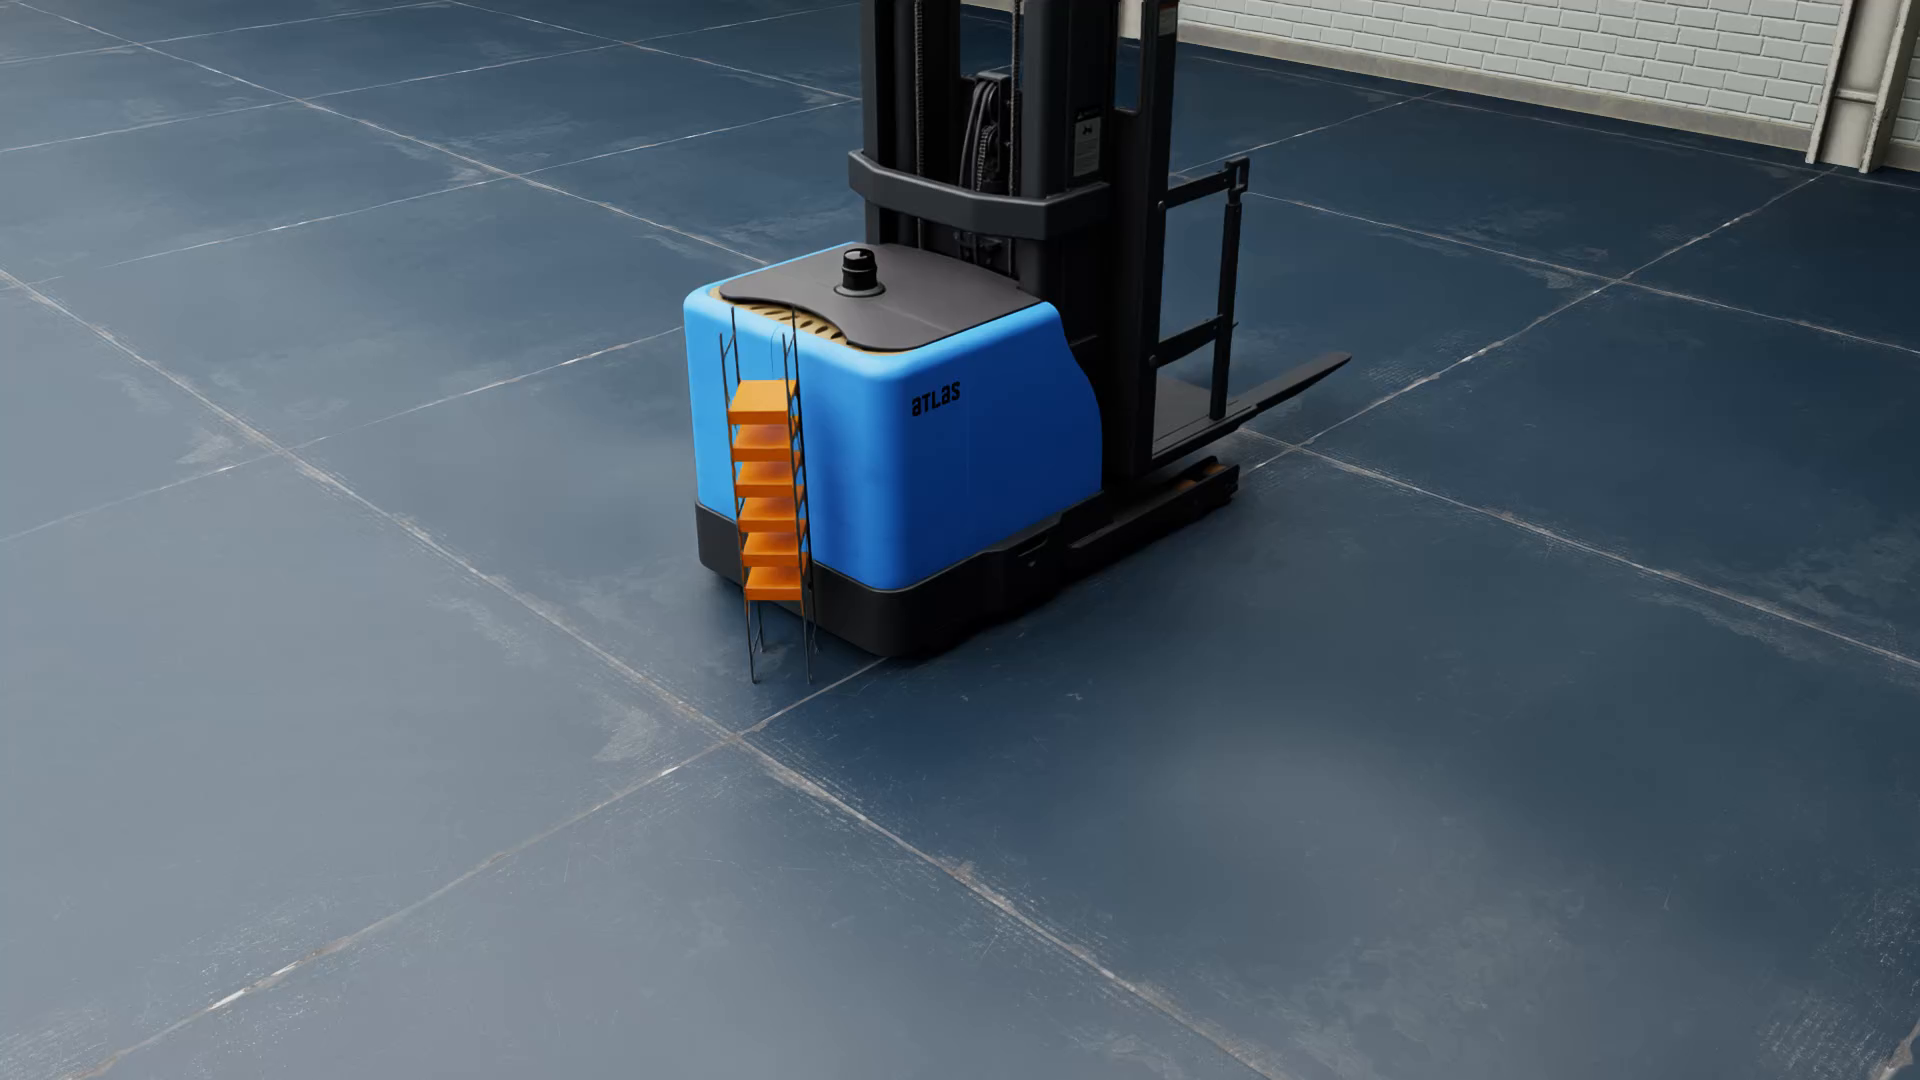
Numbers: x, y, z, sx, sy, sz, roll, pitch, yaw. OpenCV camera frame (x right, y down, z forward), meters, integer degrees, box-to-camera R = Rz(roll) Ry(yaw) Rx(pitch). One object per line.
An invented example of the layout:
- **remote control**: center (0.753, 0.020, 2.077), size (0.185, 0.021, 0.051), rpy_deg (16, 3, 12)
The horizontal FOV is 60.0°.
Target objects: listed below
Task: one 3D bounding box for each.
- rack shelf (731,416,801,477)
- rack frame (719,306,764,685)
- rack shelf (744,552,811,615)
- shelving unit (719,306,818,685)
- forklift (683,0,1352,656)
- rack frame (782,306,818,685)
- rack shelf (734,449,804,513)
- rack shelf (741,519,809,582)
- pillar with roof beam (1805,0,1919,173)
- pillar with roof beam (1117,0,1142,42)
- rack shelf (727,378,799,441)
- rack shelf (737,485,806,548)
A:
- **rack shelf**: center (-0.589, -0.292, 5.091), size (0.180, 0.103, 0.258), rpy_deg (0, 28, 2)
- **rack frame**: center (-0.676, -0.118, 5.185), size (0.006, 1.200, 0.240), rpy_deg (0, 28, 2)
- **rack shelf**: center (-0.579, 0.133, 5.314), size (0.180, 0.103, 0.258), rpy_deg (0, 28, 2)
- **shelving unit**: center (-0.585, -0.119, 5.182), size (0.189, 1.200, 0.258), rpy_deg (0, 28, 2)
- **forklift**: center (0.444, -1.514, 5.980), size (1.130, 2.935, 3.031), rpy_deg (24, 36, 38)
- **rack frame**: center (-0.494, -0.119, 5.178), size (0.006, 1.200, 0.240), rpy_deg (0, 28, 2)
- **rack shelf**: center (-0.587, -0.185, 5.146), size (0.180, 0.103, 0.258), rpy_deg (0, 28, 2)
- **rack shelf**: center (-0.582, 0.027, 5.258), size (0.180, 0.103, 0.258), rpy_deg (0, 28, 2)
- **pillar with roof beam**: center (2.822, -5.042, 6.170), size (0.400, 9.000, 9.100), rpy_deg (25, 36, 38)
- **pillar with roof beam**: center (-1.456, -7.000, 9.893), size (0.400, 9.000, 9.100), rpy_deg (25, 36, 38)
- **rack shelf**: center (-0.592, -0.398, 5.035), size (0.180, 0.103, 0.258), rpy_deg (0, 28, 2)
- **rack shelf**: center (-0.584, -0.079, 5.202), size (0.180, 0.103, 0.258), rpy_deg (0, 28, 2)
